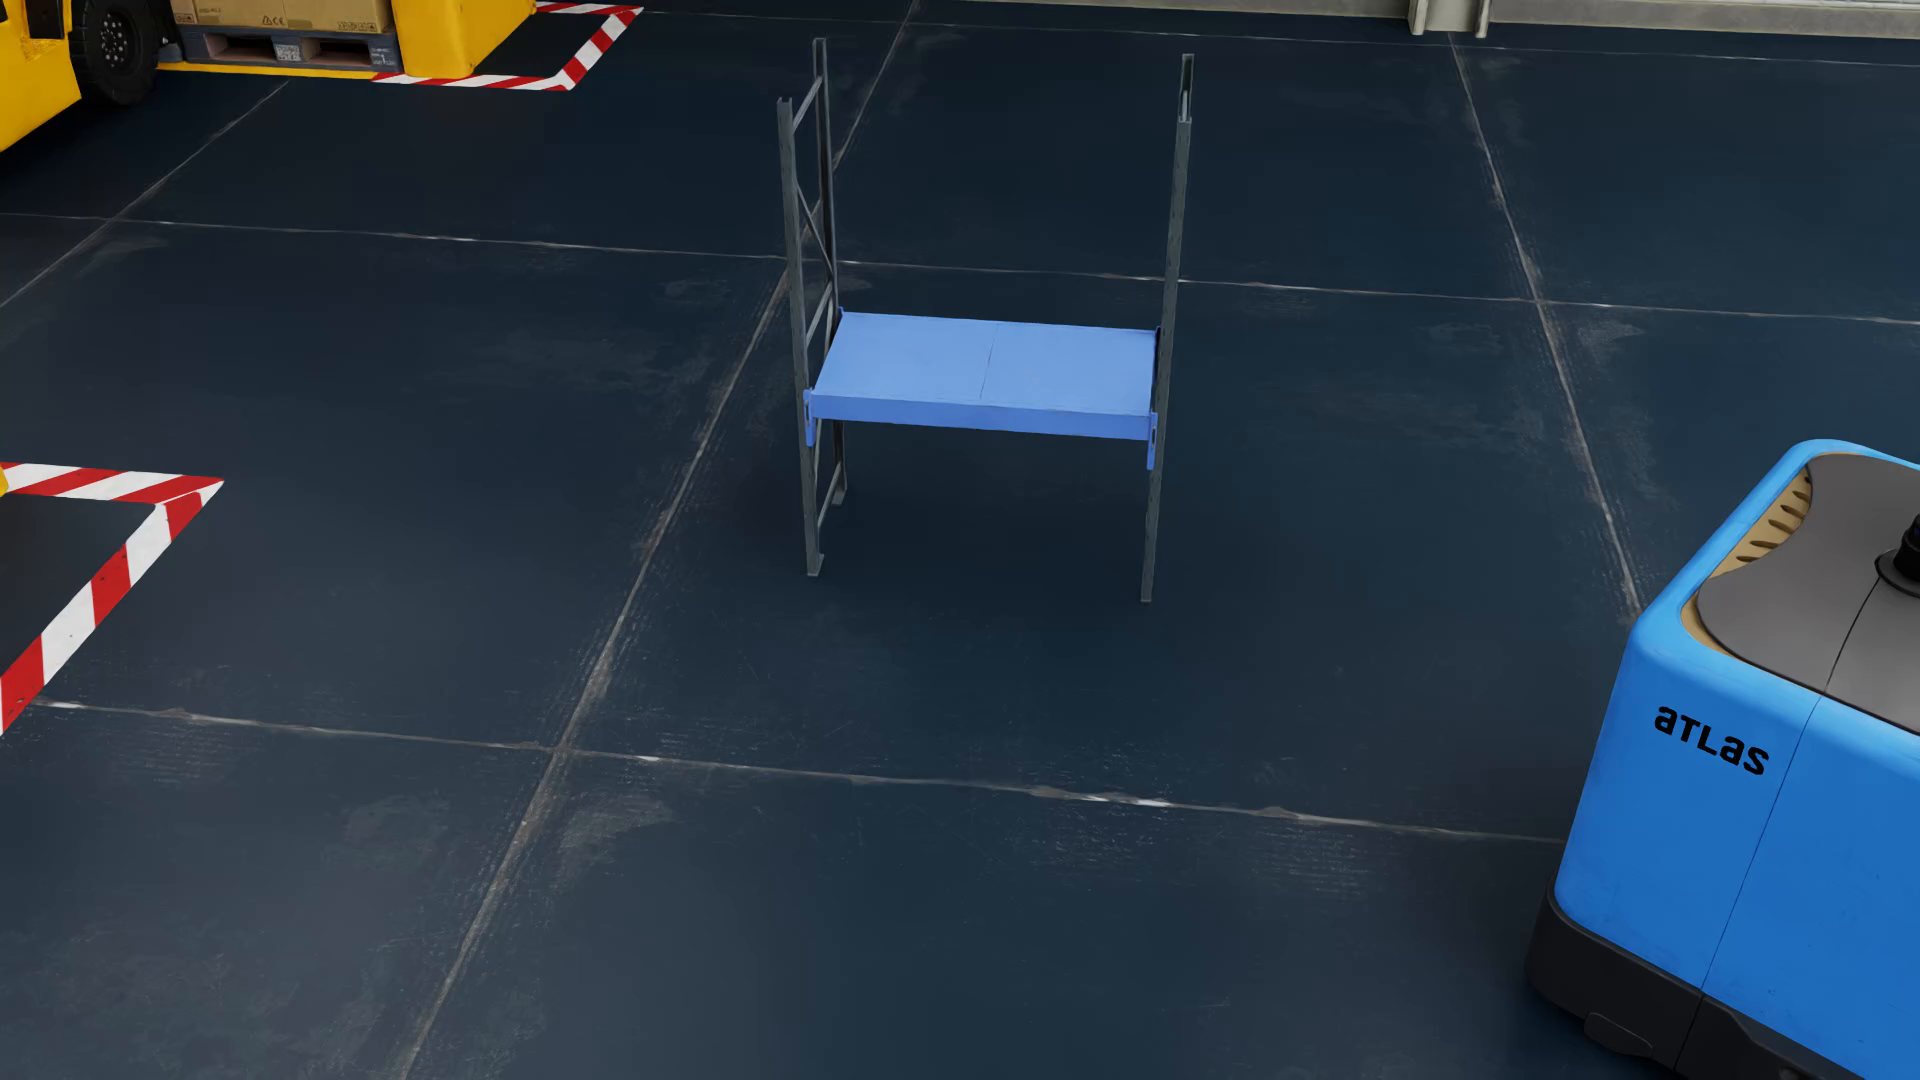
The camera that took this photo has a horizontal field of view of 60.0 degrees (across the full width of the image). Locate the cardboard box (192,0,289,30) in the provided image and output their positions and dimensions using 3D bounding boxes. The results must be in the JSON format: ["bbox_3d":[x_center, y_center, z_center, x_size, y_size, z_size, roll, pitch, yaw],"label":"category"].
[{"bbox_3d":[-3.671,-2.893,8.727,0.500,0.250,0.500,4,36,6],"label":"cardboard box"}]

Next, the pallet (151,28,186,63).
[{"bbox_3d":[-4.644,-2.936,9.182,1.213,0.211,1.003,4,36,6],"label":"pallet"}]

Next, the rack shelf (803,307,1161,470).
[{"bbox_3d":[0.085,-0.458,4.910,1.000,0.185,0.538,4,36,6],"label":"rack shelf"}]

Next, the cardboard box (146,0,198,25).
[{"bbox_3d":[-4.167,-2.935,8.786,0.500,0.250,0.500,5,36,6],"label":"cardboard box"}]

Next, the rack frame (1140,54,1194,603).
[{"bbox_3d":[0.589,-0.567,4.753,0.032,1.500,0.500,4,36,6],"label":"rack frame"}]

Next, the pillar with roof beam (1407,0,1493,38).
[{"bbox_3d":[2.154,-4.035,3.157,0.400,9.000,9.100,4,36,6],"label":"pillar with roof beam"}]

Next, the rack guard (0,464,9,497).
[{"bbox_3d":[-3.377,-0.074,4.924,0.348,0.500,1.175,4,36,6],"label":"rack guard"}]

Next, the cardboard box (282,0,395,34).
[{"bbox_3d":[-3.179,-2.851,8.668,0.500,0.250,0.500,5,36,6],"label":"cardboard box"}]

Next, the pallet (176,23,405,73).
[{"bbox_3d":[-3.437,-2.844,9.053,1.213,0.211,1.003,4,36,6],"label":"pallet"}]

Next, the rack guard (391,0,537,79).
[{"bbox_3d":[-2.649,-2.927,8.921,0.348,0.500,1.175,4,36,6],"label":"rack guard"}]

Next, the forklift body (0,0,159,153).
[{"bbox_3d":[-4.786,-2.690,7.168,1.214,2.155,2.313,4,36,6],"label":"forklift body"}]

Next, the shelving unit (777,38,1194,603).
[{"bbox_3d":[0.085,-0.604,4.805,1.048,1.500,0.538,4,36,6],"label":"shelving unit"}]

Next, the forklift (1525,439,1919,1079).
[{"bbox_3d":[2.717,0.206,2.439,3.031,2.935,1.130,27,44,33],"label":"forklift"}]

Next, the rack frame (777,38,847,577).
[{"bbox_3d":[-0.420,-0.642,4.858,0.032,1.500,0.500,4,36,6],"label":"rack frame"}]
